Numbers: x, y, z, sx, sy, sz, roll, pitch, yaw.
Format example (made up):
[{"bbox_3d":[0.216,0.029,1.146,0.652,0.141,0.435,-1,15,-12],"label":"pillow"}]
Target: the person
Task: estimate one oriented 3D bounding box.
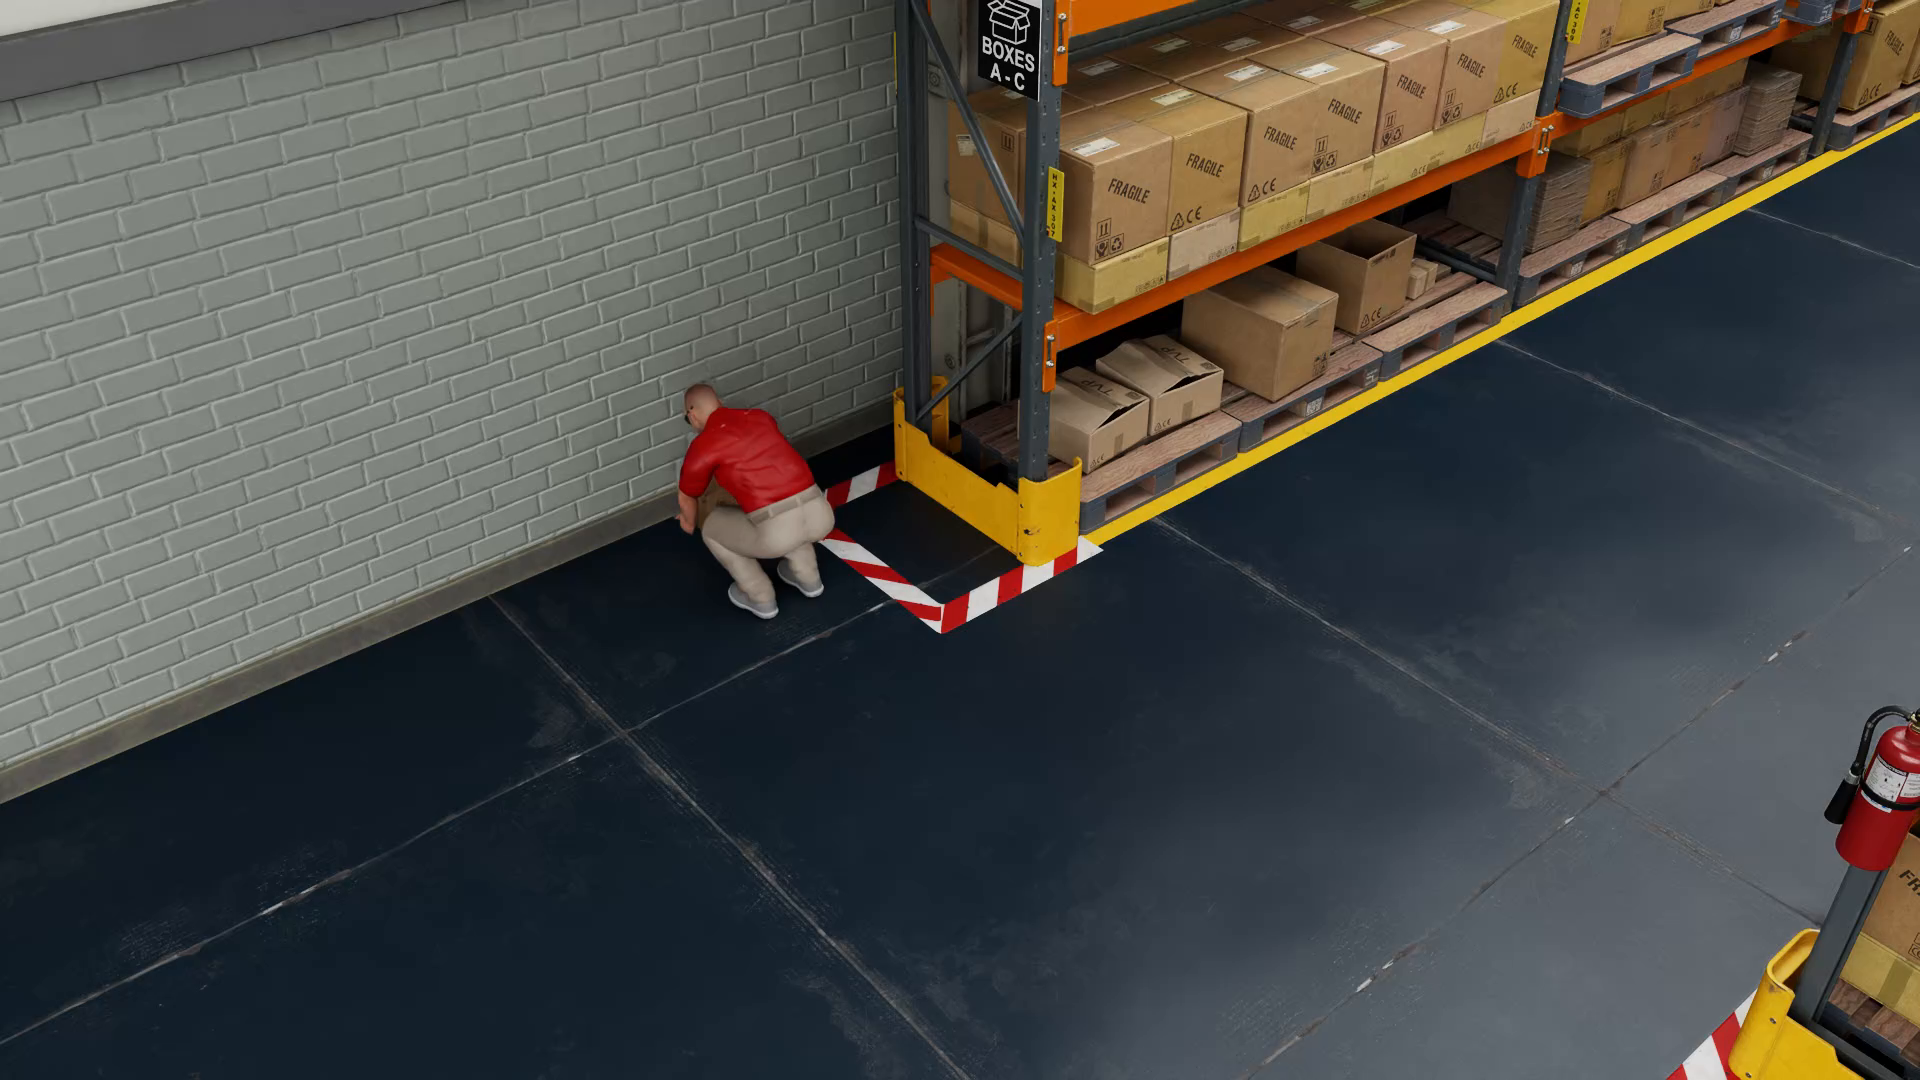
[{"bbox_3d":[-1.004,-0.190,7.962,0.571,1.029,0.869,-26,43,-32],"label":"person"}]
